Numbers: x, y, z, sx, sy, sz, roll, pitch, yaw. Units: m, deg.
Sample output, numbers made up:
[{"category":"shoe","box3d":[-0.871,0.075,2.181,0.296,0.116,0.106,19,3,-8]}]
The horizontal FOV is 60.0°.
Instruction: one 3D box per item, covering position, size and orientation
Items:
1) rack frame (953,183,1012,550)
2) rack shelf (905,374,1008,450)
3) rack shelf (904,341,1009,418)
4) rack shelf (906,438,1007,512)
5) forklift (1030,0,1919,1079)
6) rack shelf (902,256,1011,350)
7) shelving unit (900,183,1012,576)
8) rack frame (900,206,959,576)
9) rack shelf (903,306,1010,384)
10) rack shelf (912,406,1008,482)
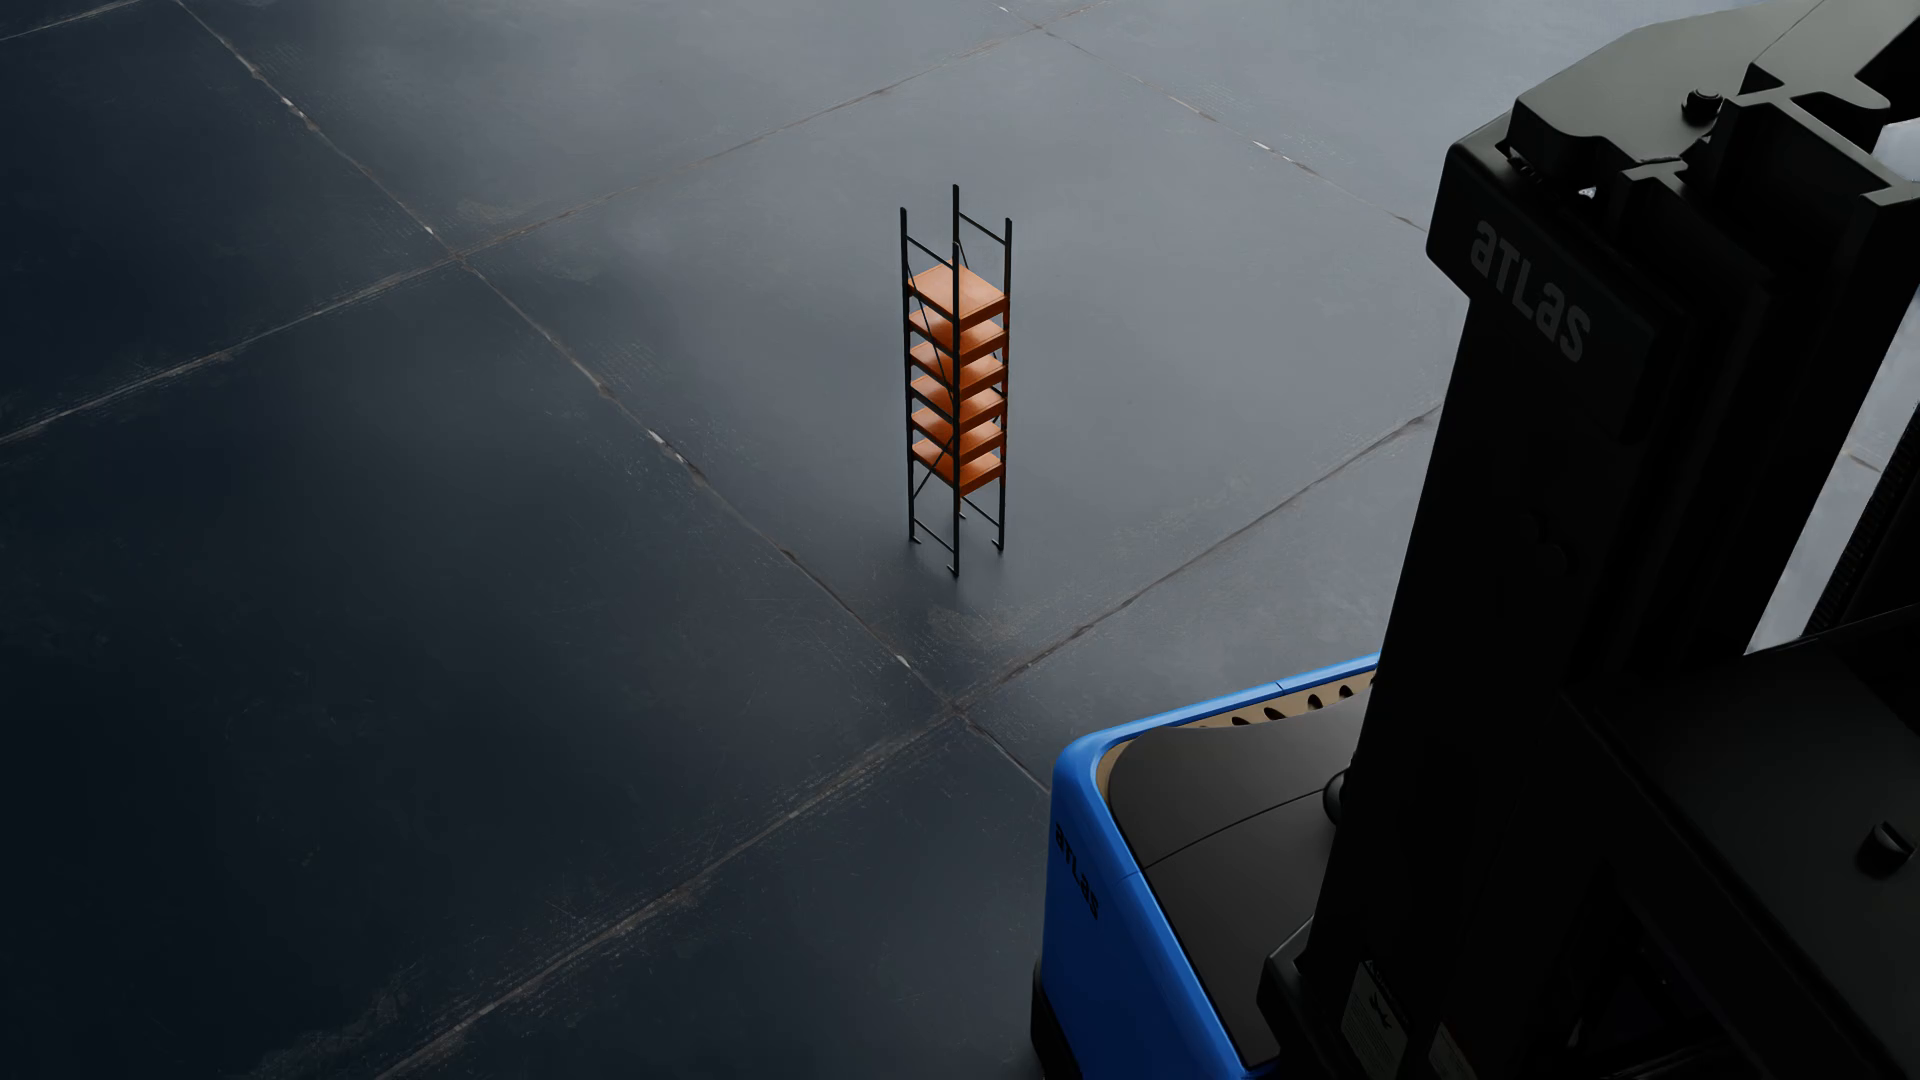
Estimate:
[{"category":"rack frame","box3d":[0.059,-0.471,4.875,0.006,1.200,0.240,-30,51,-28]},{"category":"rack shelf","box3d":[-0.011,-0.399,4.863,0.180,0.103,0.258,-30,51,-28]},{"category":"rack shelf","box3d":[-0.011,-0.486,4.781,0.180,0.103,0.258,-30,51,-28]},{"category":"rack shelf","box3d":[-0.011,-0.224,5.027,0.180,0.103,0.258,-30,51,-28]},{"category":"forklift","box3d":[1.144,0.951,2.096,1.130,2.935,3.031,-14,45,-14]},{"category":"rack shelf","box3d":[-0.011,-0.661,4.616,0.180,0.103,0.258,-30,51,-28]},{"category":"shelving unit","box3d":[-0.011,-0.431,4.832,0.189,1.200,0.258,-30,51,-28]},{"category":"rack frame","box3d":[-0.081,-0.391,4.790,0.006,1.200,0.240,-30,51,-28]},{"category":"rack shelf","box3d":[-0.011,-0.574,4.699,0.180,0.103,0.258,-30,51,-28]},{"category":"rack shelf","box3d":[-0.011,-0.311,4.945,0.180,0.103,0.258,-30,51,-28]}]
